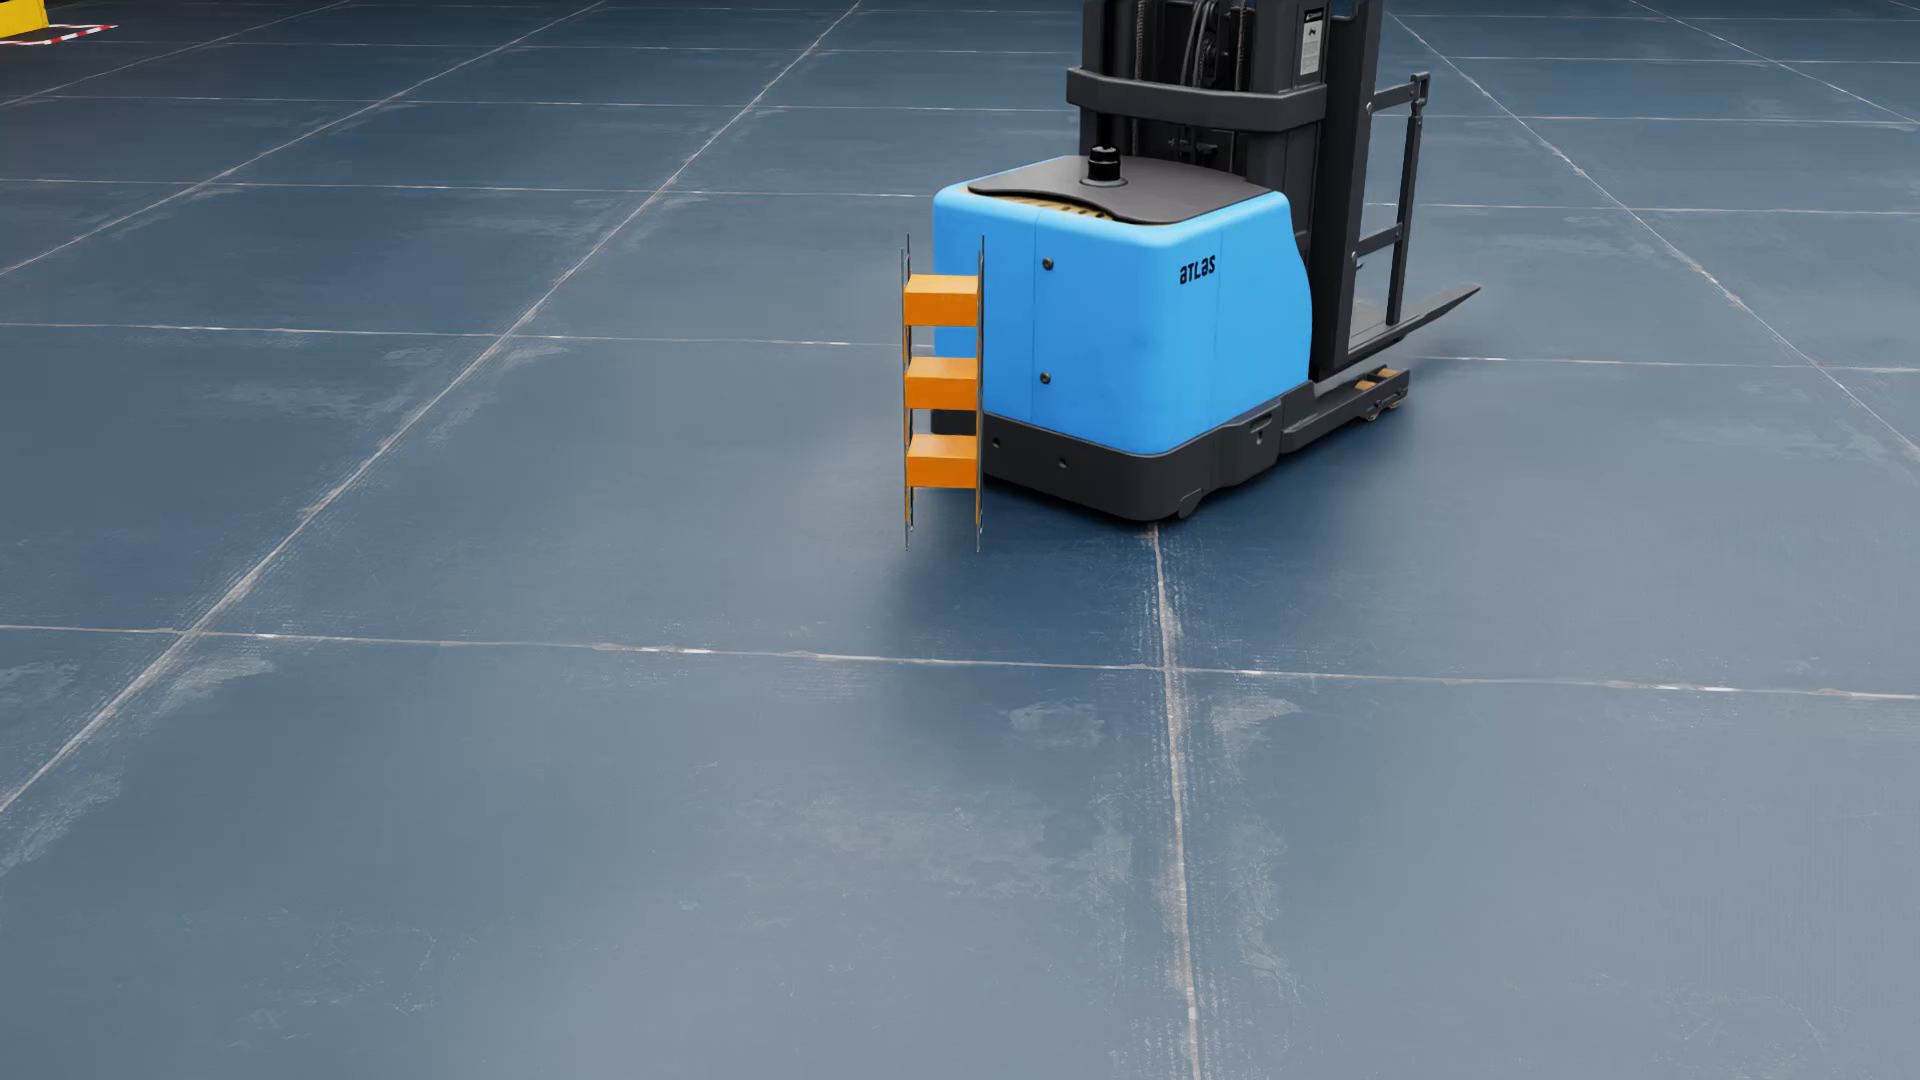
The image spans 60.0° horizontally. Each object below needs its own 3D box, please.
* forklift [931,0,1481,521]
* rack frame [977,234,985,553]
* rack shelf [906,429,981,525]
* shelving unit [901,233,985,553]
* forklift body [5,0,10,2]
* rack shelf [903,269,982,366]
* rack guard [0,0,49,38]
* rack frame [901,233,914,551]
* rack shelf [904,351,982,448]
[{"bbox_3d":[1.224,-1.938,6.454,1.130,2.935,3.031,19,31,36],"label":"forklift"},{"bbox_3d":[0.068,-0.475,5.526,0.008,1.050,0.200,2,25,4],"label":"rack frame"},{"bbox_3d":[-0.053,-0.217,5.655,0.240,0.259,0.215,2,25,4],"label":"rack shelf"},{"bbox_3d":[-0.053,-0.479,5.534,0.252,1.050,0.215,2,25,4],"label":"shelving unit"},{"bbox_3d":[-11.356,-7.515,19.509,1.214,2.155,2.313,2,25,4],"label":"forklift body"},{"bbox_3d":[-0.053,-0.727,5.420,0.240,0.259,0.215,2,25,4],"label":"rack shelf"},{"bbox_3d":[-9.778,-5.398,16.884,0.348,0.500,1.175,2,25,4],"label":"rack guard"},{"bbox_3d":[-0.175,-0.483,5.543,0.008,1.050,0.200,2,25,4],"label":"rack frame"},{"bbox_3d":[-0.053,-0.469,5.539,0.240,0.259,0.215,2,25,4],"label":"rack shelf"}]
